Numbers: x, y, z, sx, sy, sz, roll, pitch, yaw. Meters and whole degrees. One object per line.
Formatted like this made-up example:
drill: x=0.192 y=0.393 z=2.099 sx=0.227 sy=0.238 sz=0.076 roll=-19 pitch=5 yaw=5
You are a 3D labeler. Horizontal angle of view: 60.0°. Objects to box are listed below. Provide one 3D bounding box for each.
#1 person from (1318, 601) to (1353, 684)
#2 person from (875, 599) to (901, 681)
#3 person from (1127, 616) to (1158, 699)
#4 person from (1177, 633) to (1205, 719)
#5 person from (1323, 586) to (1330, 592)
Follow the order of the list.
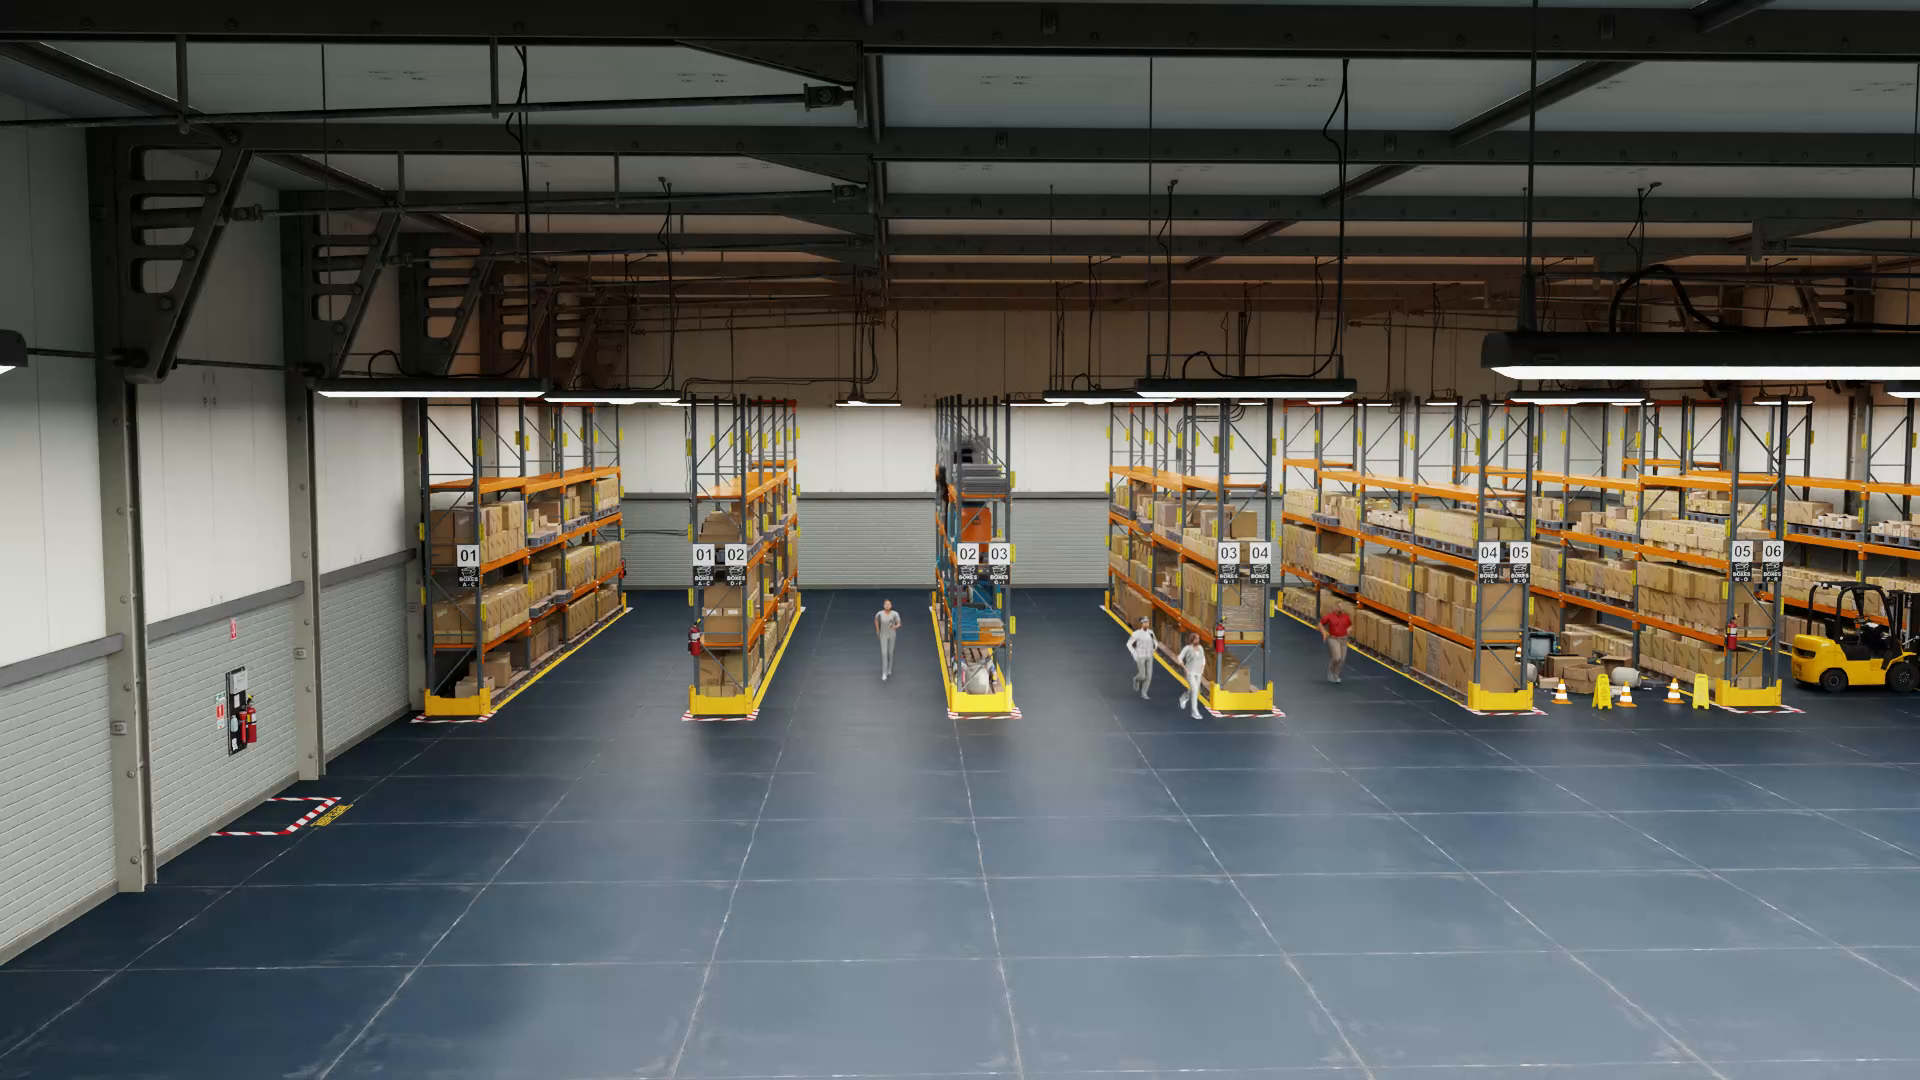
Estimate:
person: x=7.893 y=2.144 z=34.669 sx=0.645 sy=1.719 sz=0.675 roll=-1 pitch=5 yaw=-15
person: x=-1.531 y=2.104 z=35.450 sx=0.554 sy=1.714 sz=0.777 roll=0 pitch=5 yaw=-6
person: x=3.632 y=2.308 z=32.904 sx=0.629 sy=1.651 sz=0.567 roll=-1 pitch=5 yaw=-17
person: x=4.312 y=2.507 z=31.028 sx=0.544 sy=1.588 sz=0.740 roll=-2 pitch=5 yaw=-27
person: x=10.790 y=1.039 z=48.556 sx=0.760 sy=1.721 sz=0.834 roll=-2 pitch=5 yaw=-27
